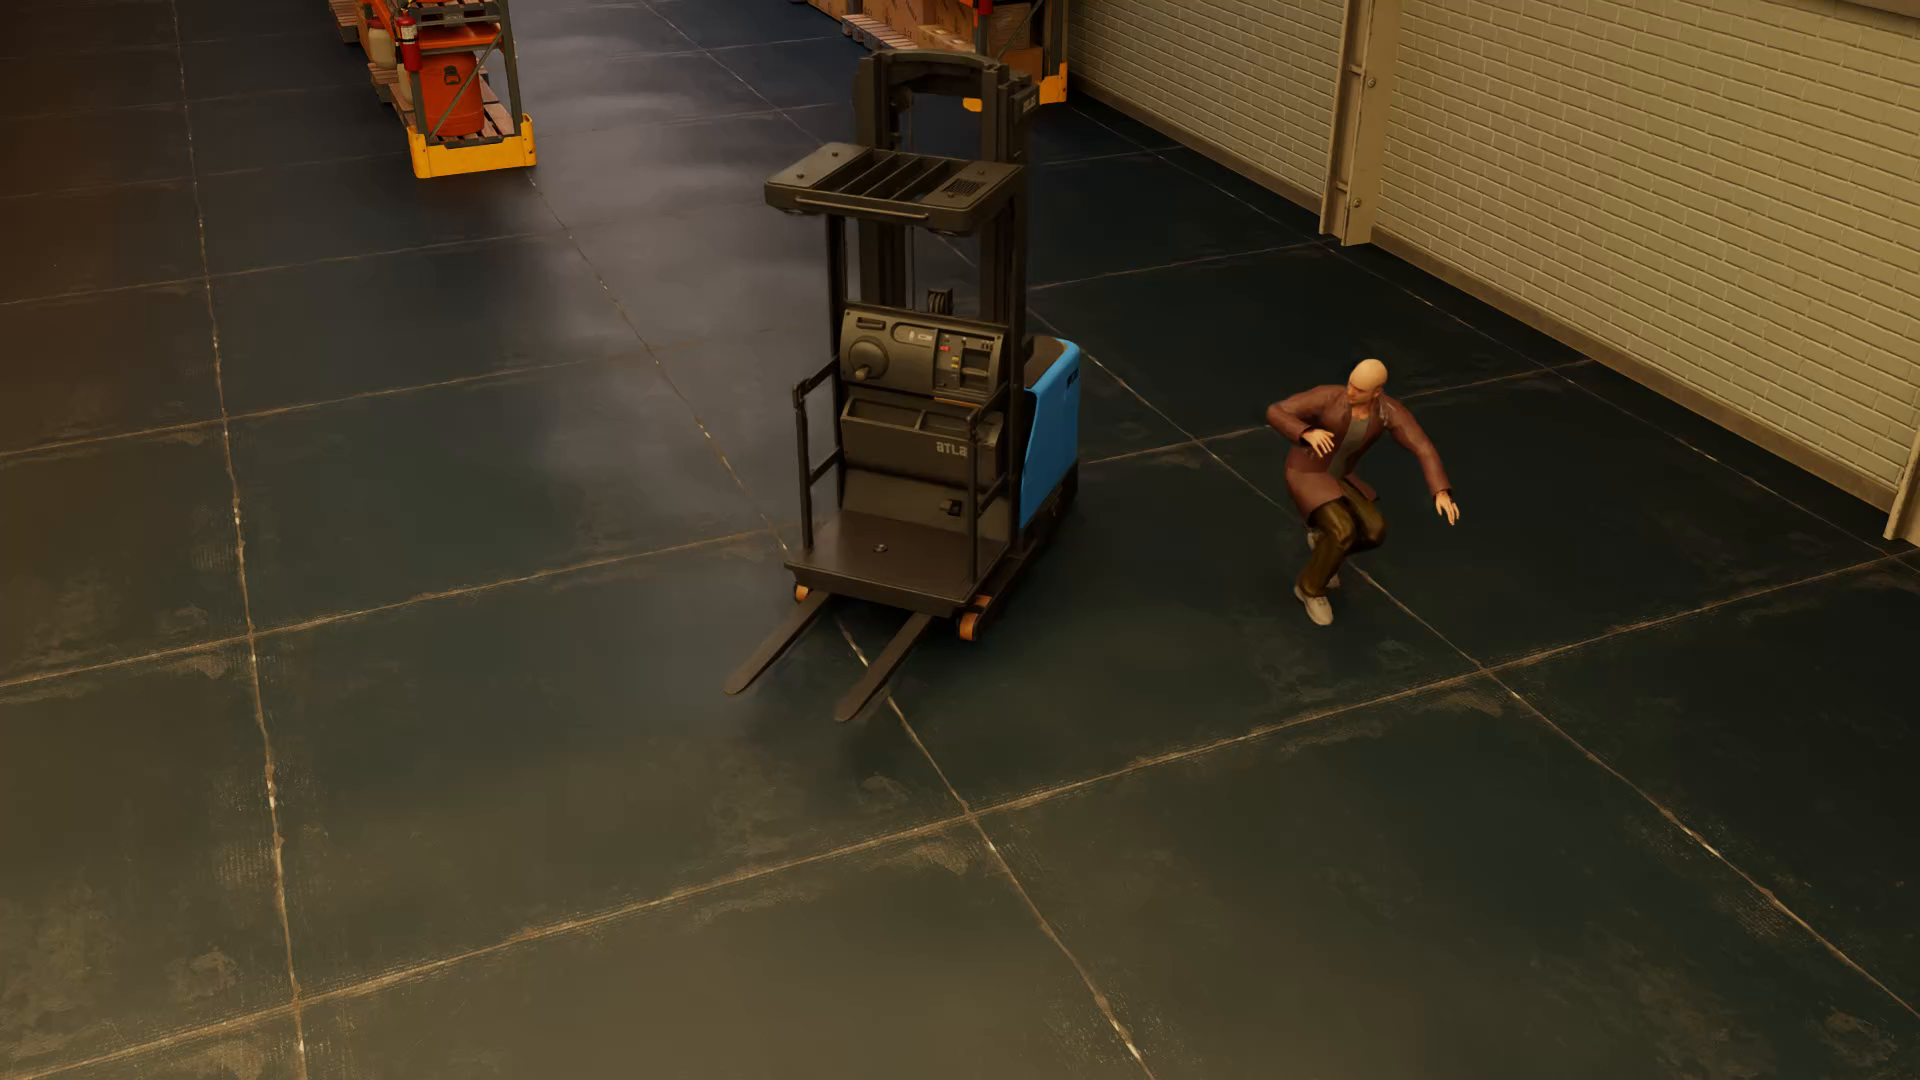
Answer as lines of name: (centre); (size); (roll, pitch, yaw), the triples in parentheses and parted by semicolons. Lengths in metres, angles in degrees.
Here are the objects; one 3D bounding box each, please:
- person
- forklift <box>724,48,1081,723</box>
person: (2.135, -0.248, 9.031); (0.844, 1.502, 0.991); (-13, 32, -21)
forklift: (-0.291, -0.952, 8.785); (1.130, 2.935, 3.031); (12, 32, 19)
